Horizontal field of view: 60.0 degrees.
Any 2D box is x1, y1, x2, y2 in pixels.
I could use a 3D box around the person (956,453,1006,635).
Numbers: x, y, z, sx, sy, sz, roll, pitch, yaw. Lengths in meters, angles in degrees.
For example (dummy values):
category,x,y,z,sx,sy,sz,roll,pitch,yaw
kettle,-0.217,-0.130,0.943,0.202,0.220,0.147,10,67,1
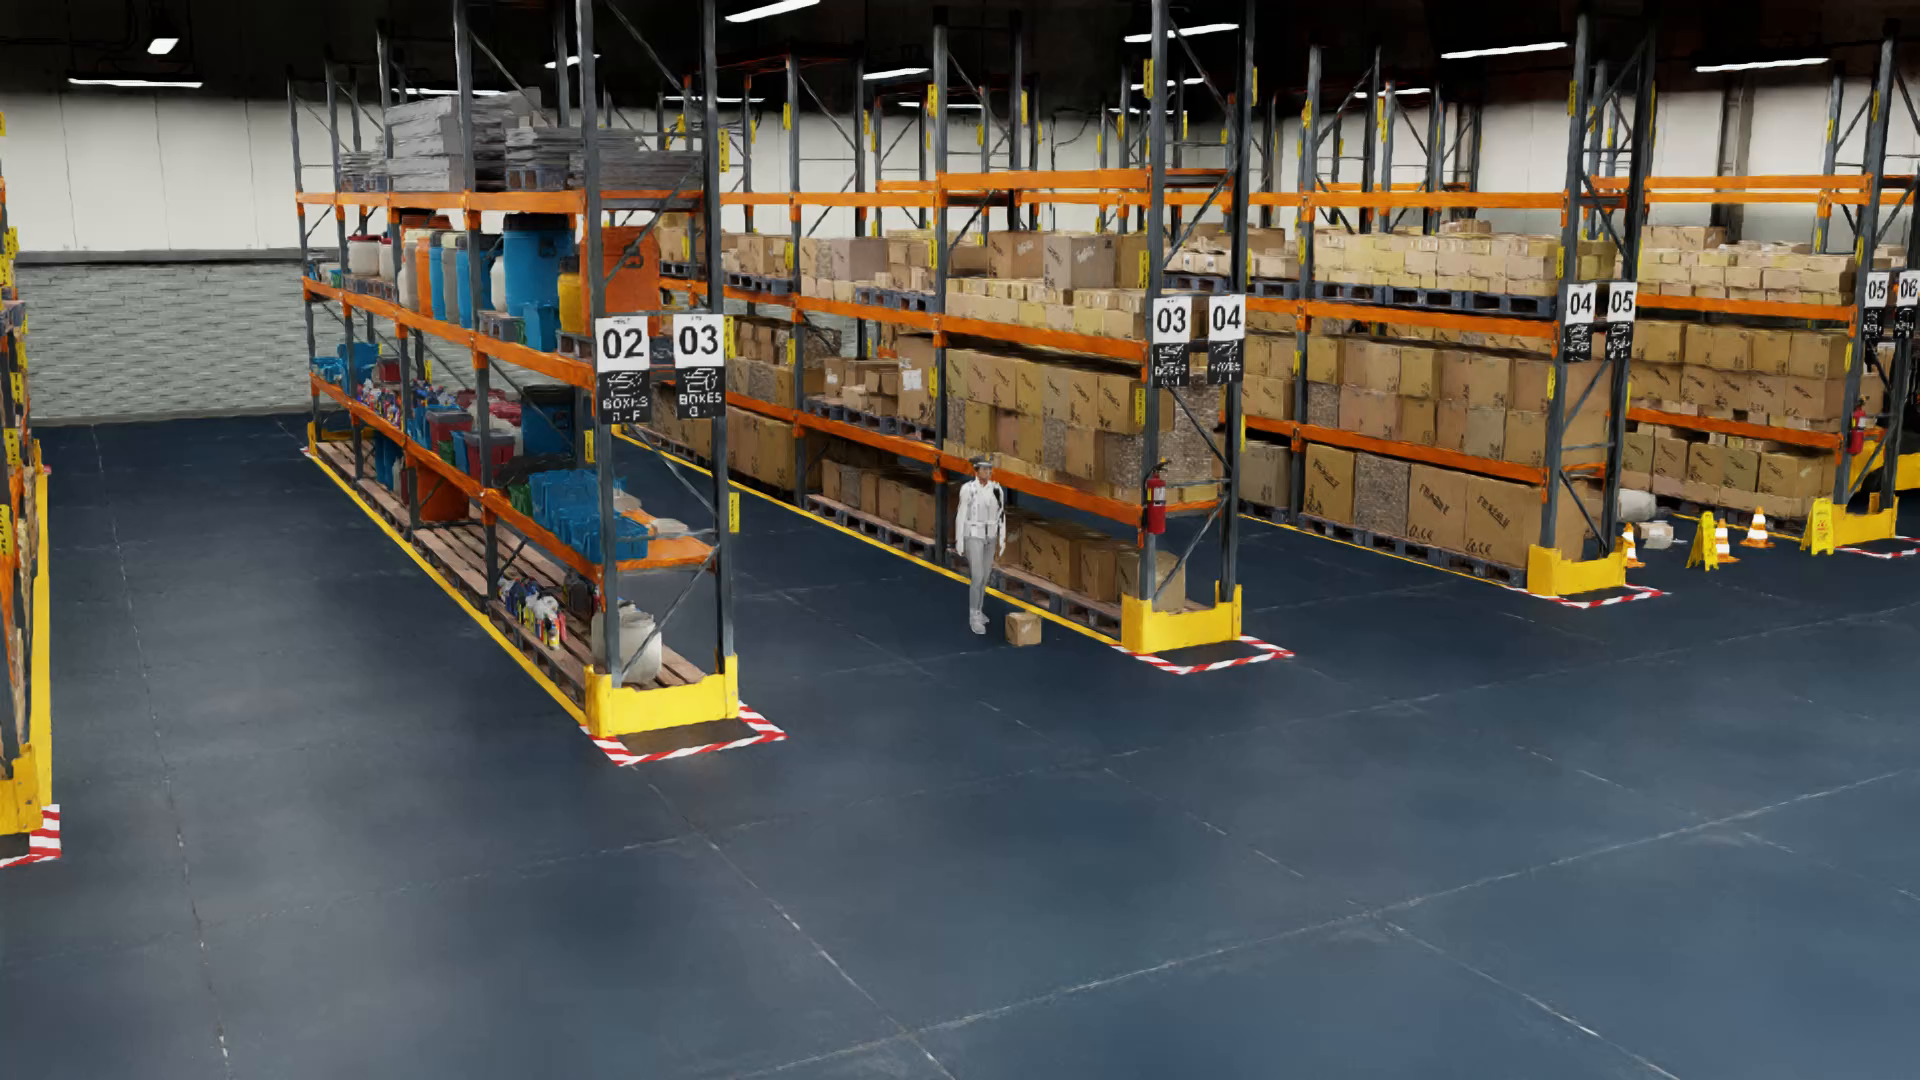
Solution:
category,x,y,z,sx,sy,sz,roll,pitch,yaw
person,0.233,0.002,15.836,0.457,1.682,0.571,-6,13,-28
